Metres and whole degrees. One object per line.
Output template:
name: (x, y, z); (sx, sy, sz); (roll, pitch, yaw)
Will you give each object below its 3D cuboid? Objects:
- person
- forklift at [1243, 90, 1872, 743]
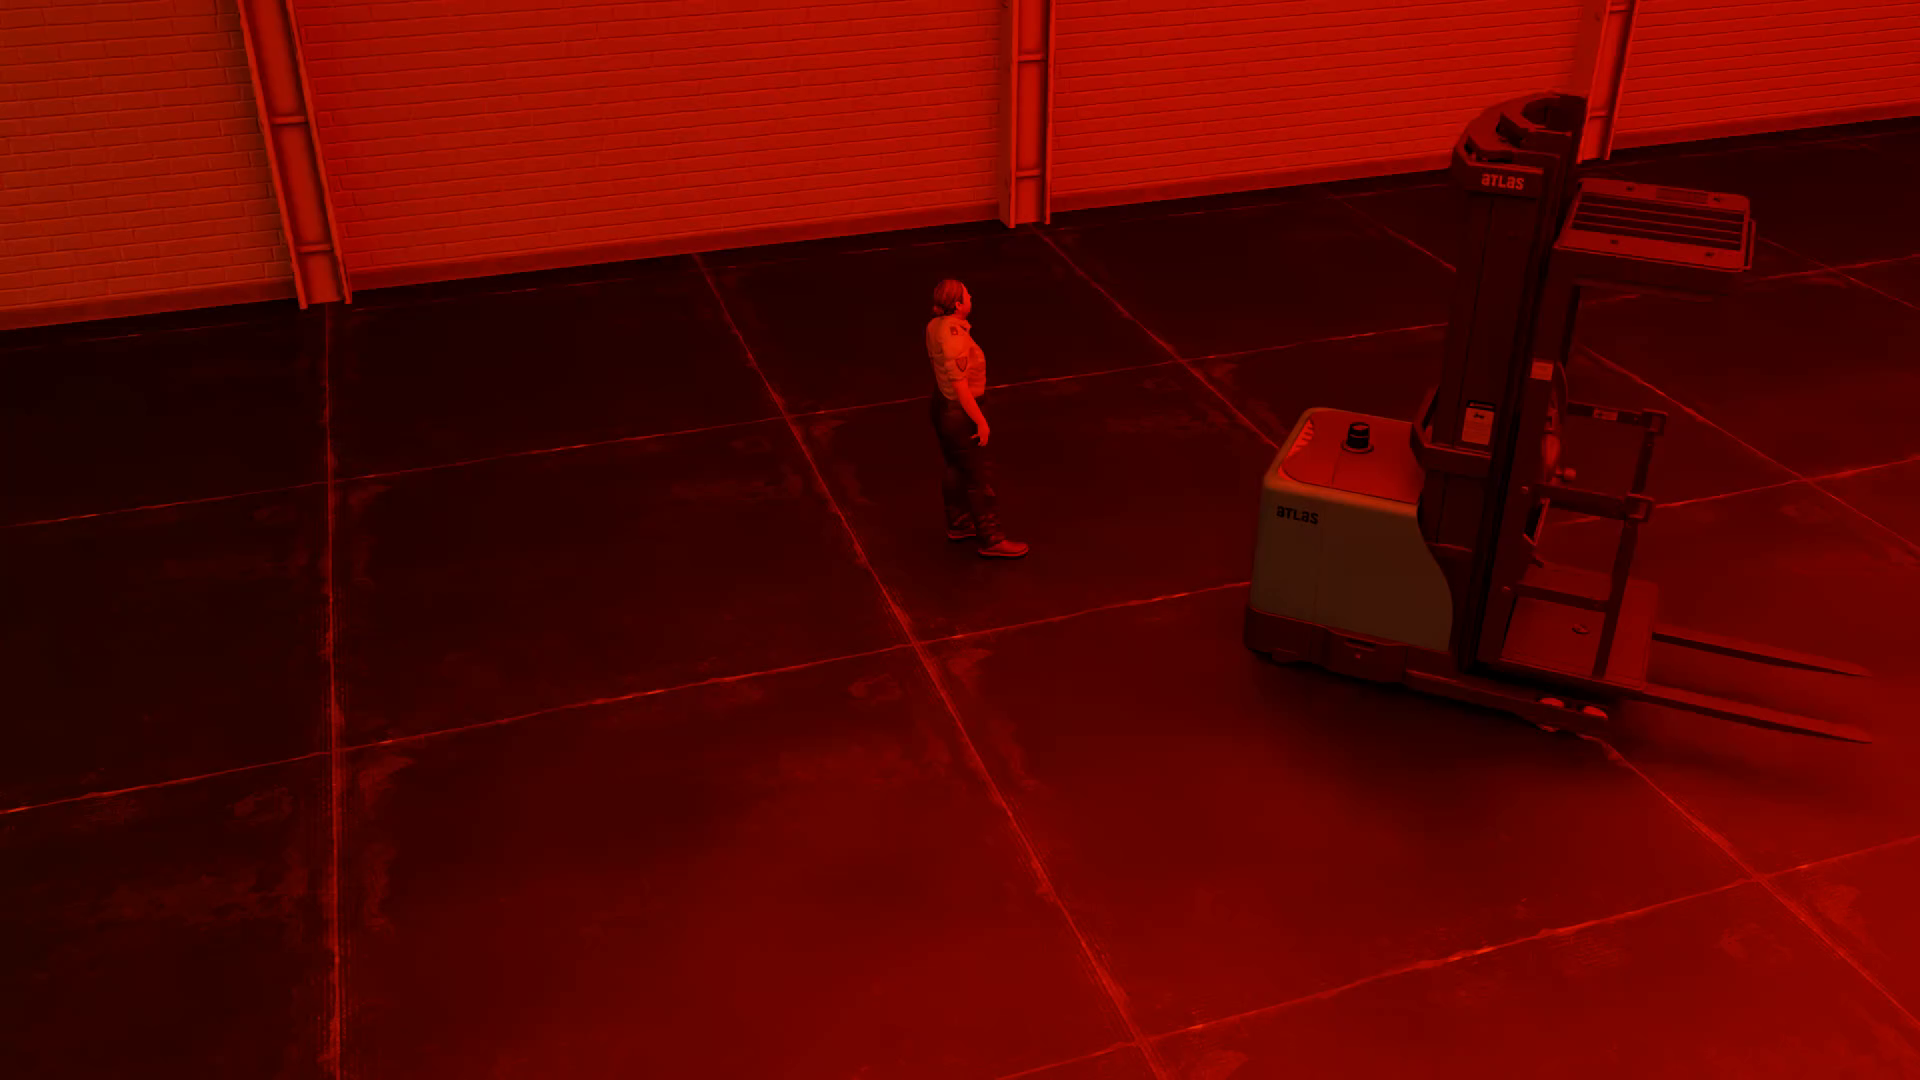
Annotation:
person: (0.092, -0.721, 9.620); (0.503, 1.642, 0.599); (-10, 31, -16)
forklift: (3.087, -0.573, 8.084); (3.031, 2.935, 1.130); (12, 32, 21)
